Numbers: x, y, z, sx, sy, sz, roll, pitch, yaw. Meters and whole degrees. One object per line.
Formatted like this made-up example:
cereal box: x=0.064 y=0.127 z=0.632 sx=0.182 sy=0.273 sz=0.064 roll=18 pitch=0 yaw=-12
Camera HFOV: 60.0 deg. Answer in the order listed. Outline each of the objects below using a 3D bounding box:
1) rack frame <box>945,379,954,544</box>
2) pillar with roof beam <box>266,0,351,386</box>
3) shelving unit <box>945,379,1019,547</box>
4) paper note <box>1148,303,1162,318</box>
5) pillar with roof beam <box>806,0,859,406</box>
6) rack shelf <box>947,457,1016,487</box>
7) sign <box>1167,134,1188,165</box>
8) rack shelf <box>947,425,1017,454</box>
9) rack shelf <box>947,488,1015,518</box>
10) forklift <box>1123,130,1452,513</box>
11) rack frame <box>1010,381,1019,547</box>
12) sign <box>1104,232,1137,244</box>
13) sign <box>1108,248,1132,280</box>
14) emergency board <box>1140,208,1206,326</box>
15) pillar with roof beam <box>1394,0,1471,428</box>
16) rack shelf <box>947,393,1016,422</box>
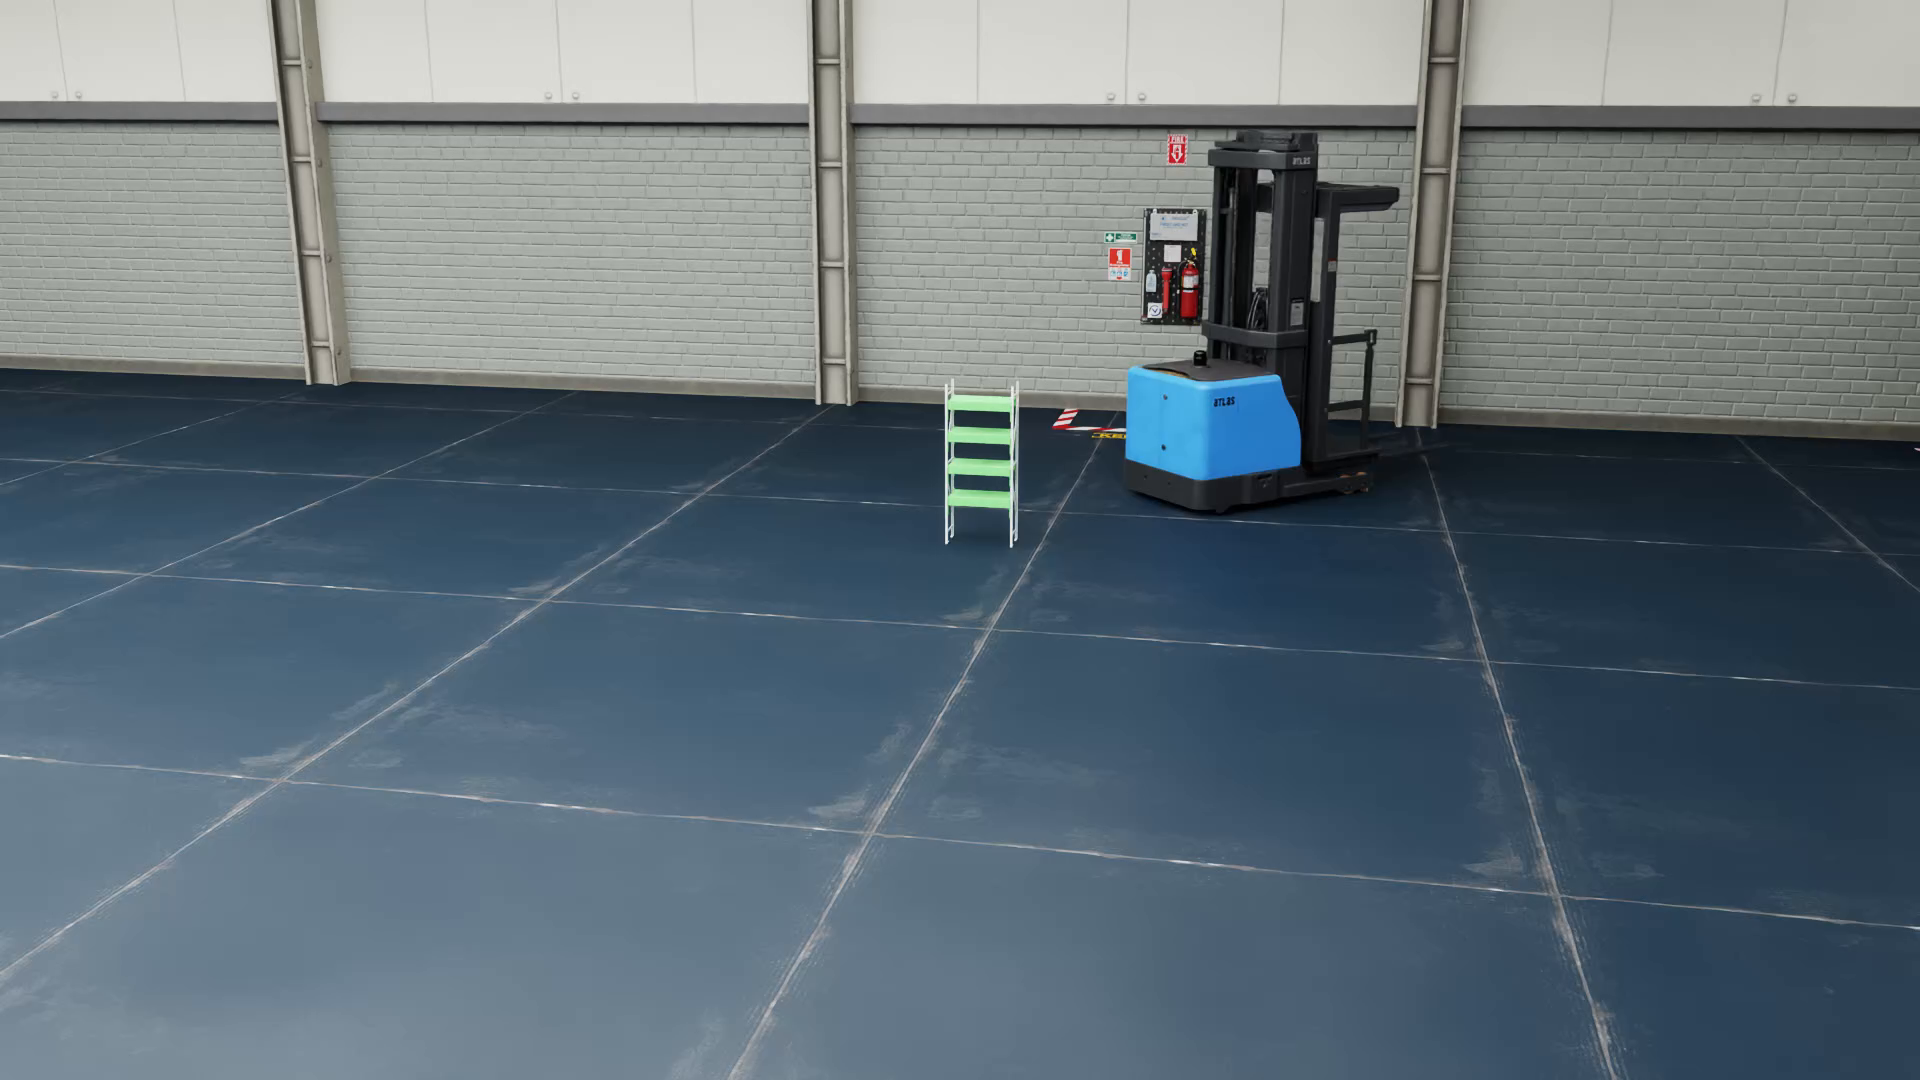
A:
rack frame: x=-0.077 y=-0.582 z=12.347 sx=0.015 sy=1.200 sz=0.240 roll=3 pitch=16 yaw=11
pillar with roof beam: x=-8.051 y=-5.006 z=13.707 sx=0.400 sy=9.000 sz=9.100 roll=3 pitch=16 yaw=11
shelving unit: x=0.162 y=-0.569 z=12.300 sx=0.503 sy=1.200 sz=0.258 roll=3 pitch=16 yaw=11
paper note: x=1.992 y=-2.347 z=16.996 sx=0.142 sy=0.148 sz=0.016 roll=3 pitch=16 yaw=11
pillar with roof beam: x=-2.172 y=-4.687 z=12.555 sx=0.400 sy=9.000 sz=9.100 roll=3 pitch=16 yaw=11
rack shelf: x=0.162 y=-0.508 z=12.317 sx=0.480 sy=0.148 sz=0.258 roll=3 pitch=16 yaw=11
sign: x=2.164 y=-3.888 z=16.566 sx=0.199 sy=0.298 sz=0.001 roll=3 pitch=16 yaw=11
rack shelf: x=0.162 y=-0.739 z=12.253 sx=0.480 sy=0.148 sz=0.258 roll=3 pitch=16 yaw=11
rack shelf: x=0.162 y=-0.277 z=12.381 sx=0.480 sy=0.148 sz=0.258 roll=3 pitch=16 yaw=11
forklift: x=2.880 y=-1.898 z=13.853 sx=3.031 sy=2.935 sz=1.130 roll=-9 pitch=18 yaw=-31
rack frame: x=0.401 y=-0.556 z=12.253 sx=0.015 sy=1.200 sz=0.240 roll=3 pitch=16 yaw=11
sign: x=1.633 y=-3.071 z=16.898 sx=0.331 sy=0.109 sz=0.001 roll=3 pitch=16 yaw=11
sign: x=1.631 y=-2.818 z=16.978 sx=0.234 sy=0.329 sz=0.001 roll=3 pitch=16 yaw=11
emergency board: x=2.152 y=-2.744 z=16.779 sx=0.643 sy=1.169 sz=0.194 roll=3 pitch=16 yaw=11
pillar with roof beam: x=3.708 y=-4.368 z=11.402 sx=0.400 sy=9.000 sz=9.100 roll=3 pitch=16 yaw=11
rack shelf: x=0.162 y=-0.970 z=12.189 sx=0.480 sy=0.148 sz=0.258 roll=3 pitch=16 yaw=11
